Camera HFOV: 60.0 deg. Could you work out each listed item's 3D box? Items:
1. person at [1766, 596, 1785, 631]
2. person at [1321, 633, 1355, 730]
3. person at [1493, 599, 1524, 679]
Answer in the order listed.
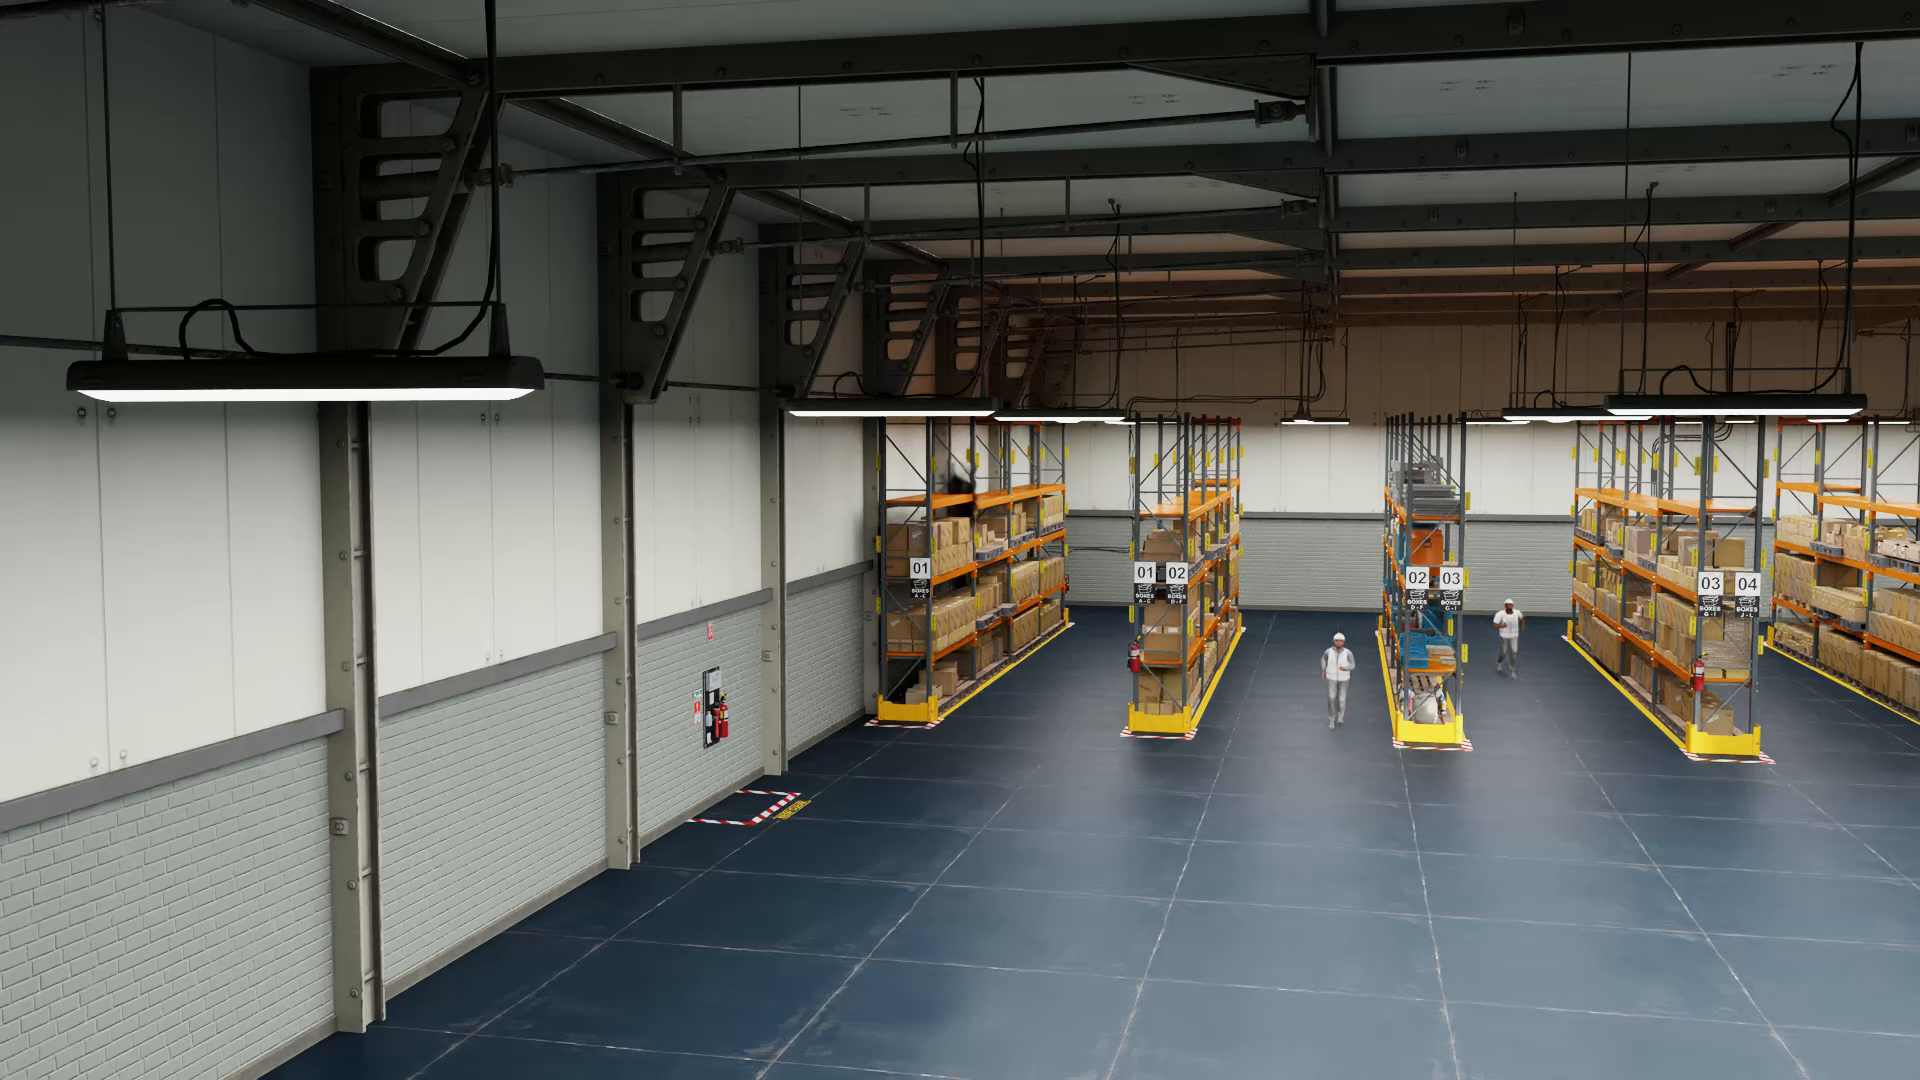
[{"bbox_3d":[21.989,1.900,44.772,0.511,1.612,0.654,1,4,19],"label":"person"},{"bbox_3d":[7.222,2.686,31.775,0.633,1.828,0.791,1,4,13],"label":"person"},{"bbox_3d":[12.663,2.242,38.388,0.712,1.801,0.948,1,4,9],"label":"person"}]
